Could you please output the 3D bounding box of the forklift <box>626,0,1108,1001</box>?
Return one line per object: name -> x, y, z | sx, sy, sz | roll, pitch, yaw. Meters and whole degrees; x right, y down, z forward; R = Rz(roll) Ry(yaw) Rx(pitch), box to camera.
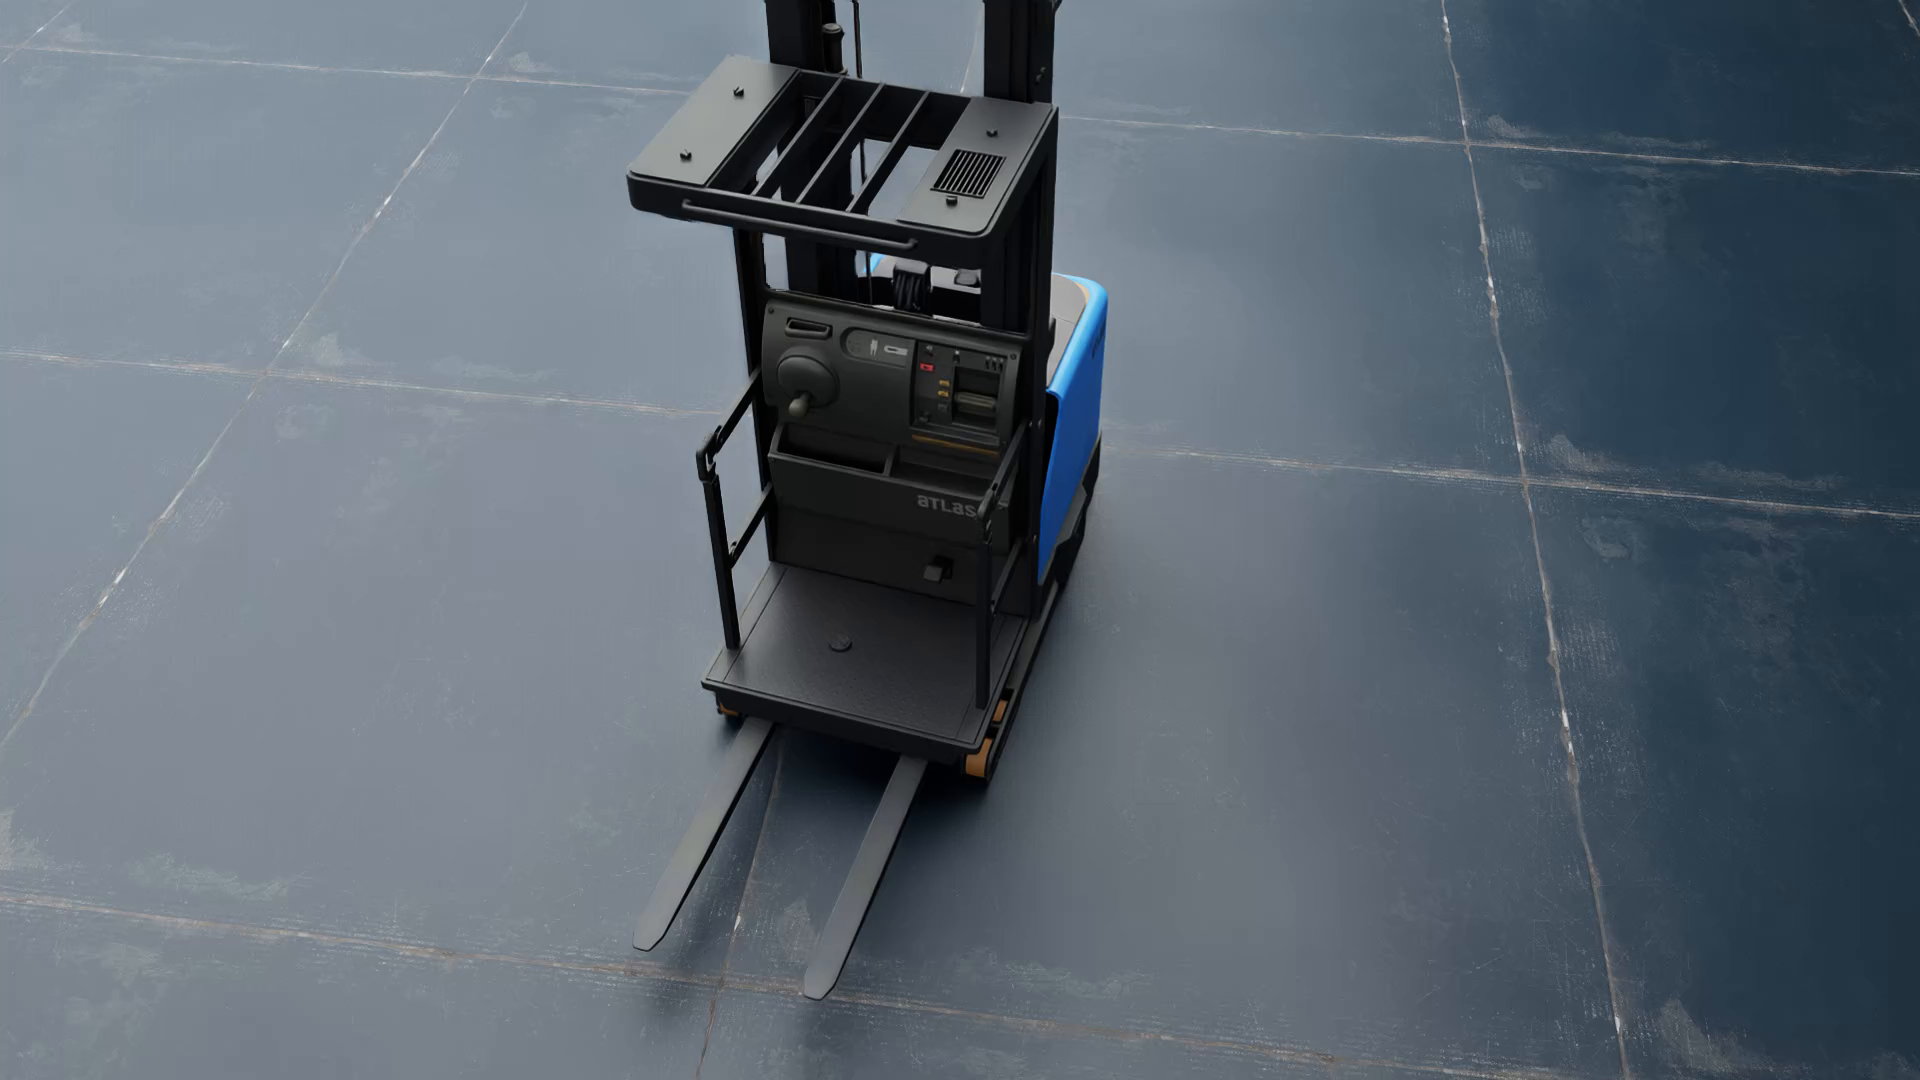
forklift -> -0.310, -0.479, 5.624 | 1.130, 2.935, 3.031 | 12, 45, 13
